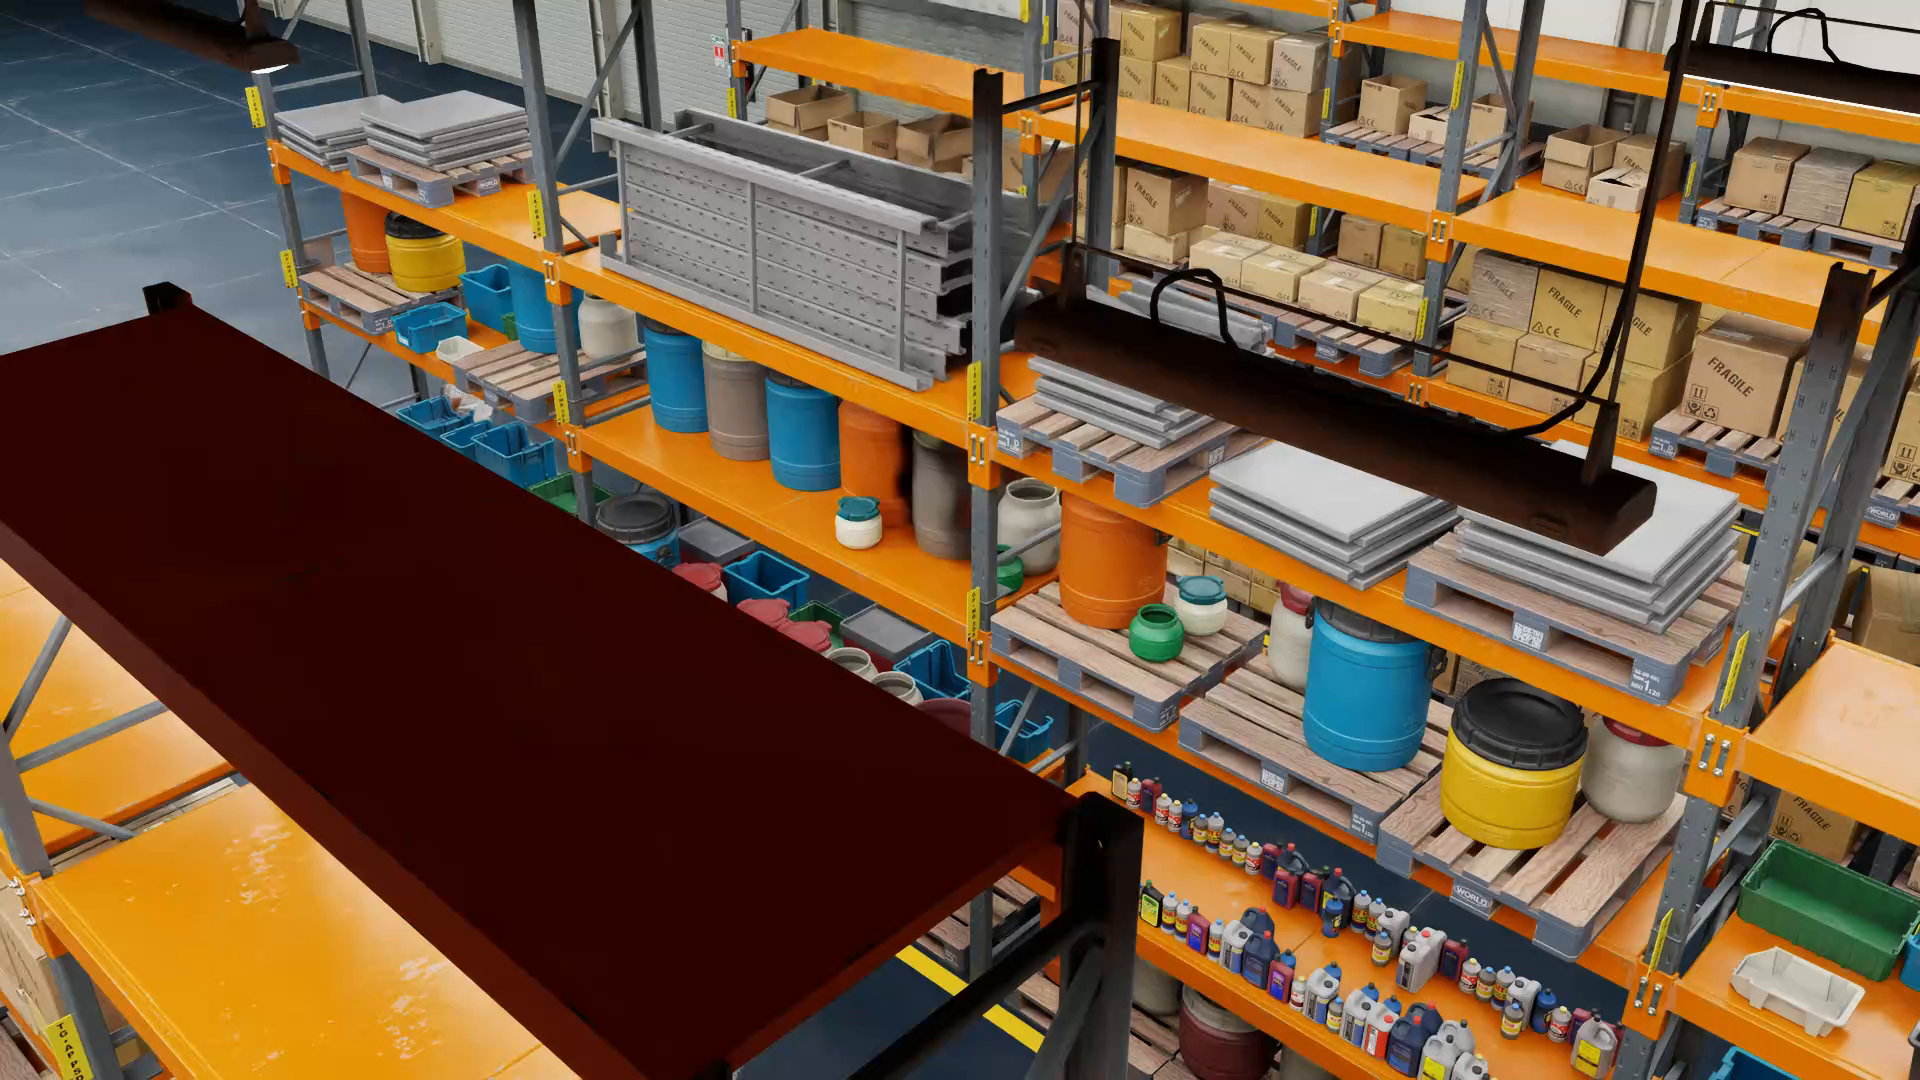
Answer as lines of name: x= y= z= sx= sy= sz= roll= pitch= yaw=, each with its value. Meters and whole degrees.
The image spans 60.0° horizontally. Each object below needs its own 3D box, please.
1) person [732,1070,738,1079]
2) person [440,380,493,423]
person: x=-1.644 y=2.349 z=9.612 sx=0.879 sy=1.789 sz=0.693 roll=17 pitch=34 yaw=28
person: x=-4.943 y=-1.253 z=16.702 sx=0.604 sy=1.746 sz=0.680 roll=6 pitch=30 yaw=10
